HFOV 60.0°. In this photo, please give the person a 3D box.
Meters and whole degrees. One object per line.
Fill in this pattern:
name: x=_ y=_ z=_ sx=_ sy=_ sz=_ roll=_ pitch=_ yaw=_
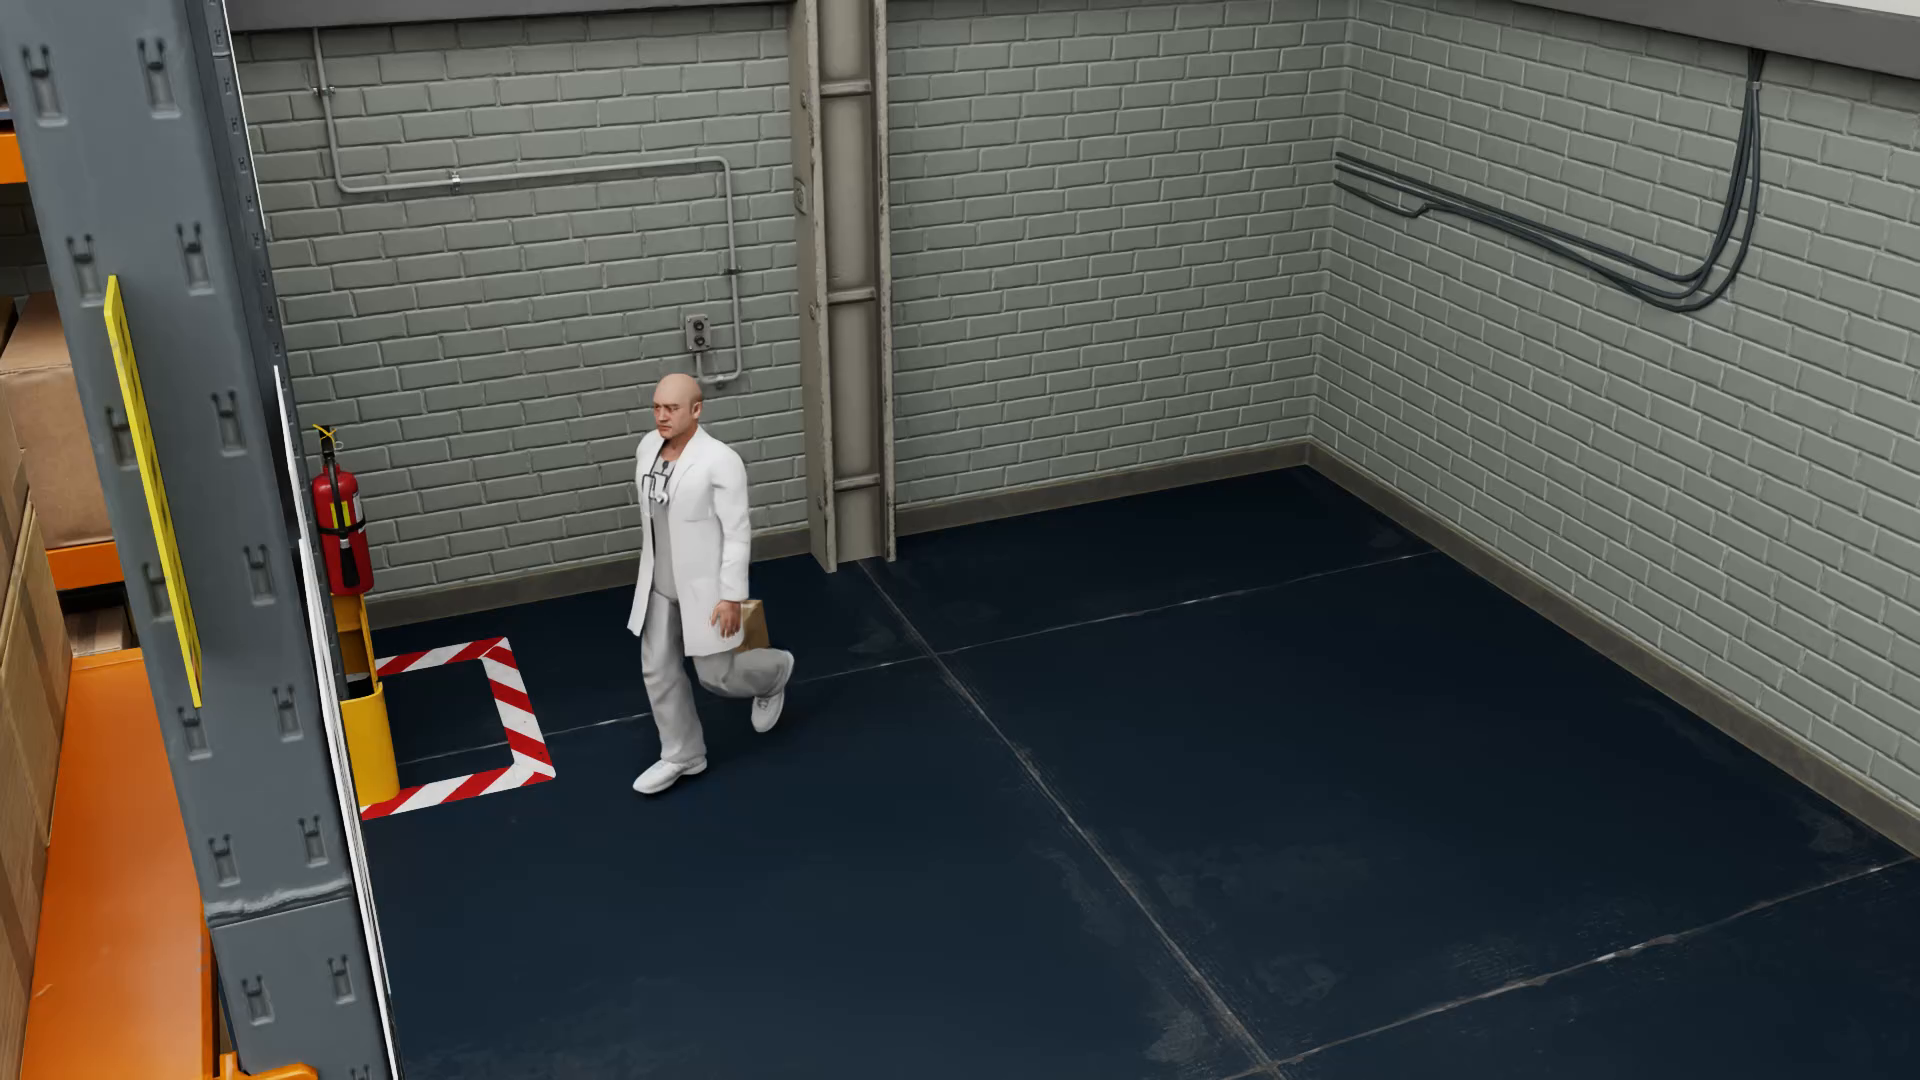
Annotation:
person: x=-1.051 y=0.146 z=6.797 sx=0.599 sy=1.754 sz=0.855 roll=16 pitch=30 yaw=30
